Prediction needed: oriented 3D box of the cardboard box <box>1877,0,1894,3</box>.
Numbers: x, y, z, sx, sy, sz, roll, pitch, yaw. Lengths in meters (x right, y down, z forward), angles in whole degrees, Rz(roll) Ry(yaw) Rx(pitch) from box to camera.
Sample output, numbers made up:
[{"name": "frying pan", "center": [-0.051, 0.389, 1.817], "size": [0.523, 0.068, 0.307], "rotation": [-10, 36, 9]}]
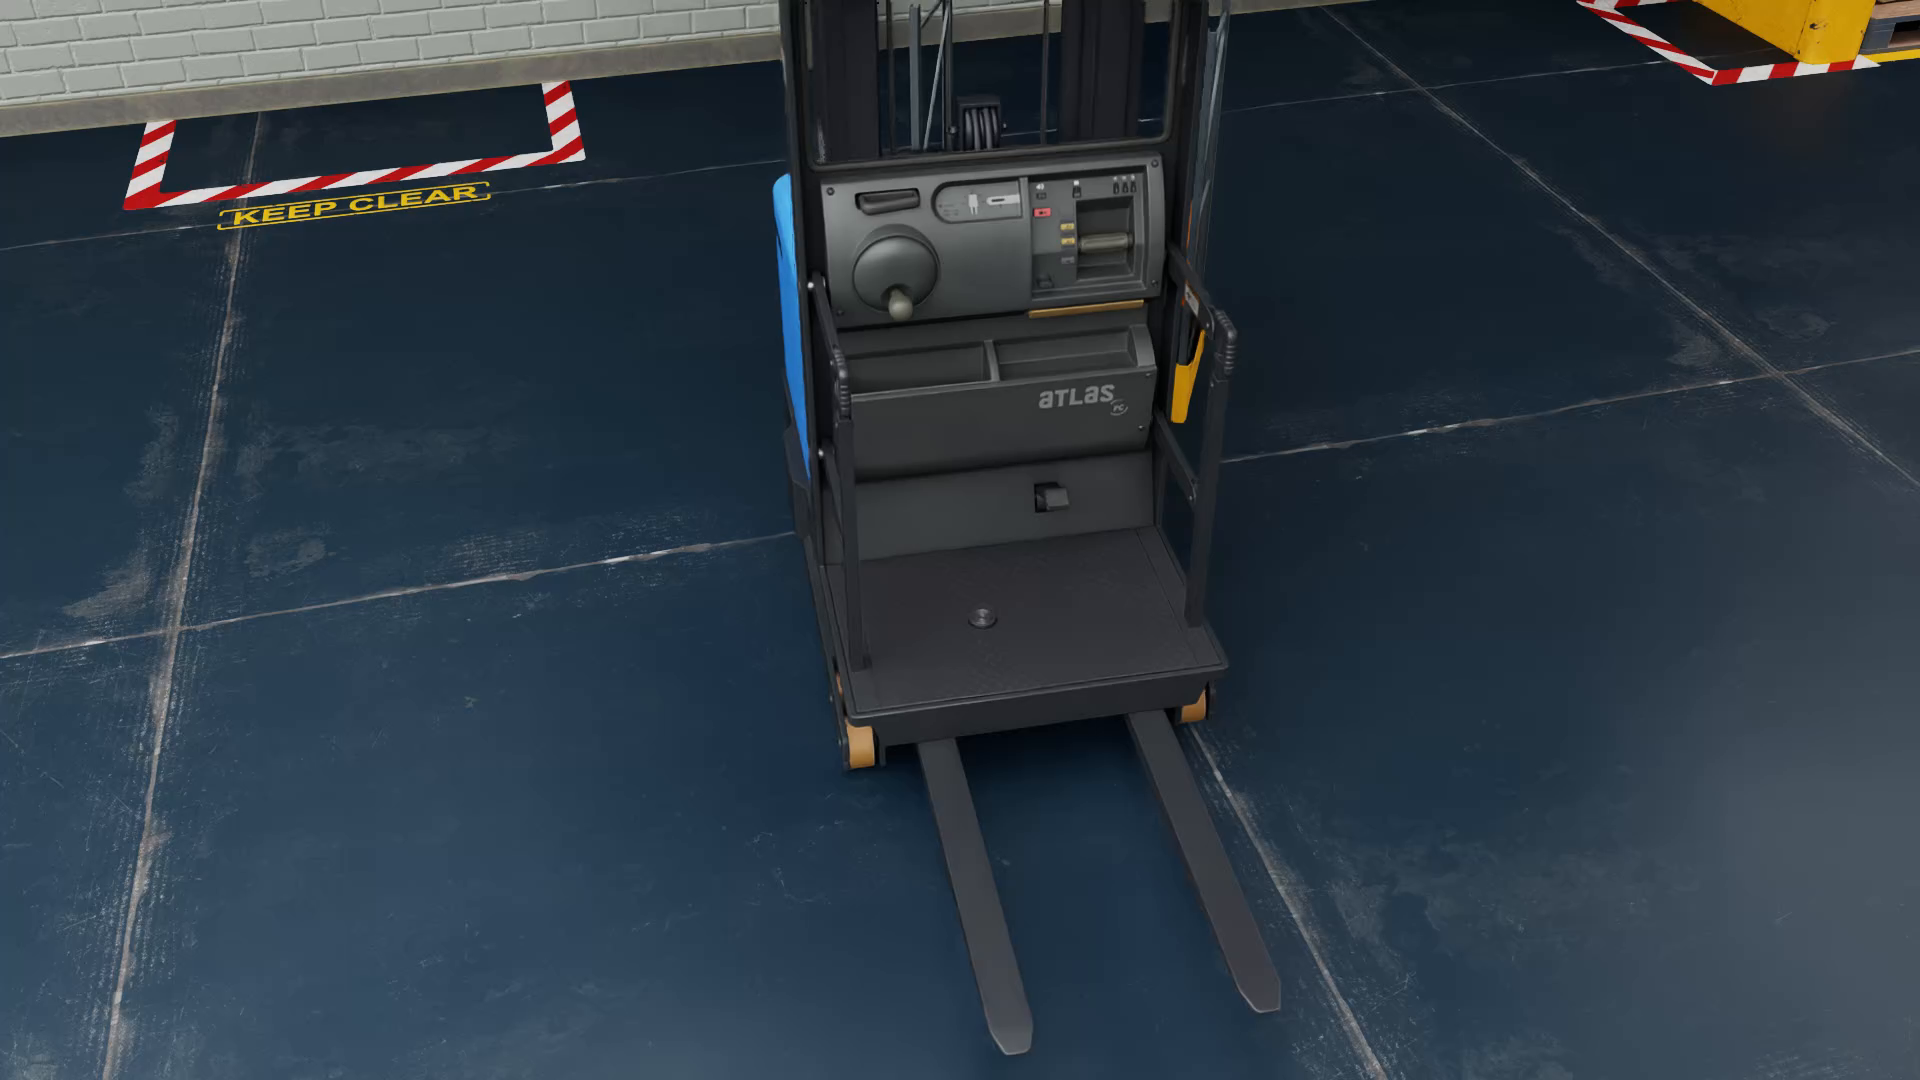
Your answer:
[{"name": "cardboard box", "center": [5.309, -3.328, 9.482], "size": [0.500, 0.311, 0.500], "rotation": [-14, 39, -17]}]

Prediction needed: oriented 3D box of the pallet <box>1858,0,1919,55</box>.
[{"name": "pallet", "center": [5.484, -3.177, 9.729], "size": [1.213, 0.211, 1.003], "rotation": [-9, 38, -12]}]

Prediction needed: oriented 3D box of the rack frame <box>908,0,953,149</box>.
[{"name": "rack frame", "center": [-0.102, -1.365, 6.300], "size": [0.032, 1.500, 0.500], "rotation": [8, 38, 11]}]

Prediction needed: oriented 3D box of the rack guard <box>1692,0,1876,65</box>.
[{"name": "rack guard", "center": [4.691, -3.184, 9.500], "size": [0.348, 0.500, 1.175], "rotation": [-9, 38, -12]}]

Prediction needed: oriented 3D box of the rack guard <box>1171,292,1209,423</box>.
[{"name": "rack guard", "center": [0.884, -0.721, 6.487], "size": [0.087, 0.250, 0.587], "rotation": [8, 38, 11]}]

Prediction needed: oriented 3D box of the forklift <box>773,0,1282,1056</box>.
[{"name": "forklift", "center": [0.141, -0.741, 4.306], "size": [1.130, 2.935, 3.031], "rotation": [-7, 38, -9]}]

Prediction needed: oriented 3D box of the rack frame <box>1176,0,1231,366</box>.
[{"name": "rack frame", "center": [0.885, -1.217, 6.107], "size": [0.032, 1.500, 0.500], "rotation": [8, 38, 11]}]

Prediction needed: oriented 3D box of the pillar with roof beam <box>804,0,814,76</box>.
[{"name": "pillar with roof beam", "center": [0.398, -3.690, 3.167], "size": [0.400, 9.000, 9.100], "rotation": [-9, 38, -12]}]

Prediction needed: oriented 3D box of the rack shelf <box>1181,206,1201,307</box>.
[{"name": "rack shelf", "center": [0.391, -1.148, 6.312], "size": [1.000, 0.185, 0.538], "rotation": [8, 38, 11]}]

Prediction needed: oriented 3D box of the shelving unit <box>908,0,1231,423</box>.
[{"name": "shelving unit", "center": [0.400, -1.290, 6.201], "size": [1.083, 1.500, 0.587], "rotation": [8, 38, 11]}]
